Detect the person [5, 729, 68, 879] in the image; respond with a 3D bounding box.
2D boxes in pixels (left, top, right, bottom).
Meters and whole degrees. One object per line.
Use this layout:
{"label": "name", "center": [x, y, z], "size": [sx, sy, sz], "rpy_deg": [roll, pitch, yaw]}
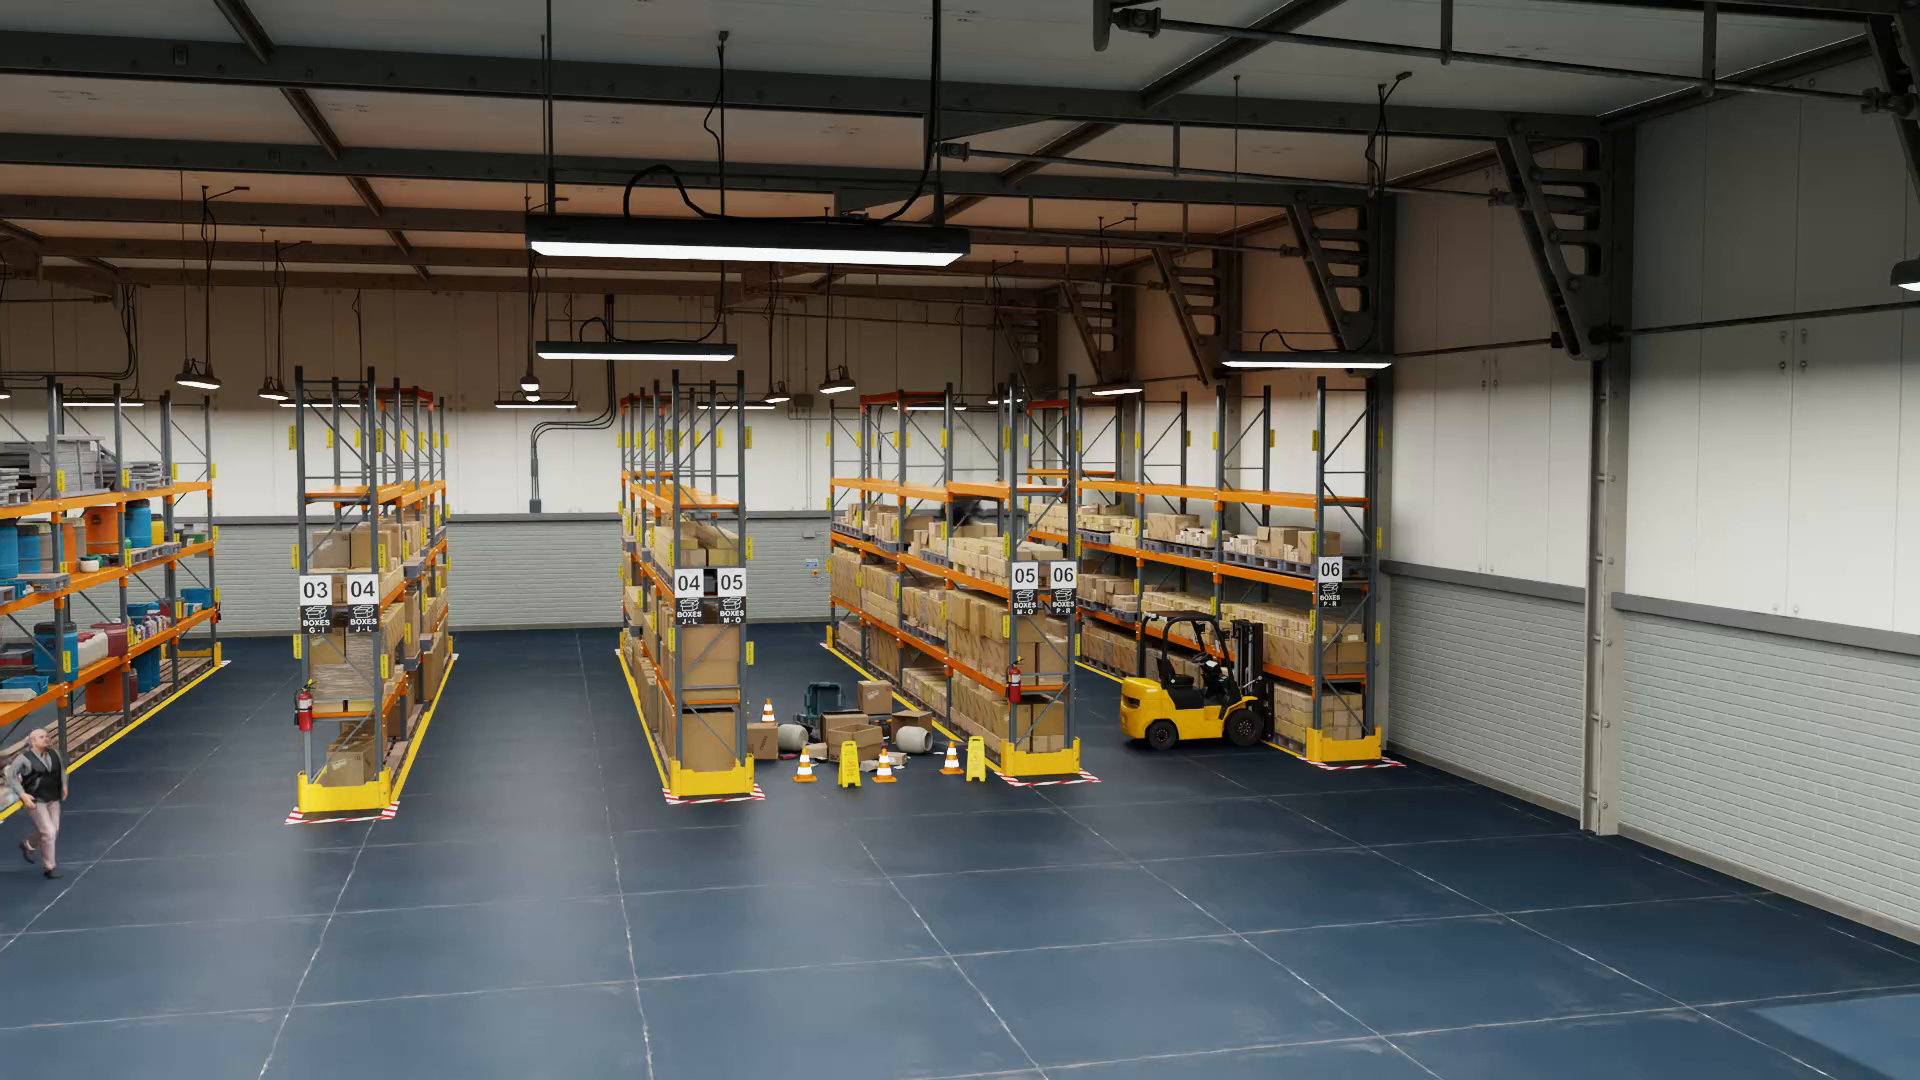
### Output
{"label": "person", "center": [-10.627, 3.022, 19.166], "size": [0.788, 1.706, 0.678], "rpy_deg": [1, 4, 23]}
